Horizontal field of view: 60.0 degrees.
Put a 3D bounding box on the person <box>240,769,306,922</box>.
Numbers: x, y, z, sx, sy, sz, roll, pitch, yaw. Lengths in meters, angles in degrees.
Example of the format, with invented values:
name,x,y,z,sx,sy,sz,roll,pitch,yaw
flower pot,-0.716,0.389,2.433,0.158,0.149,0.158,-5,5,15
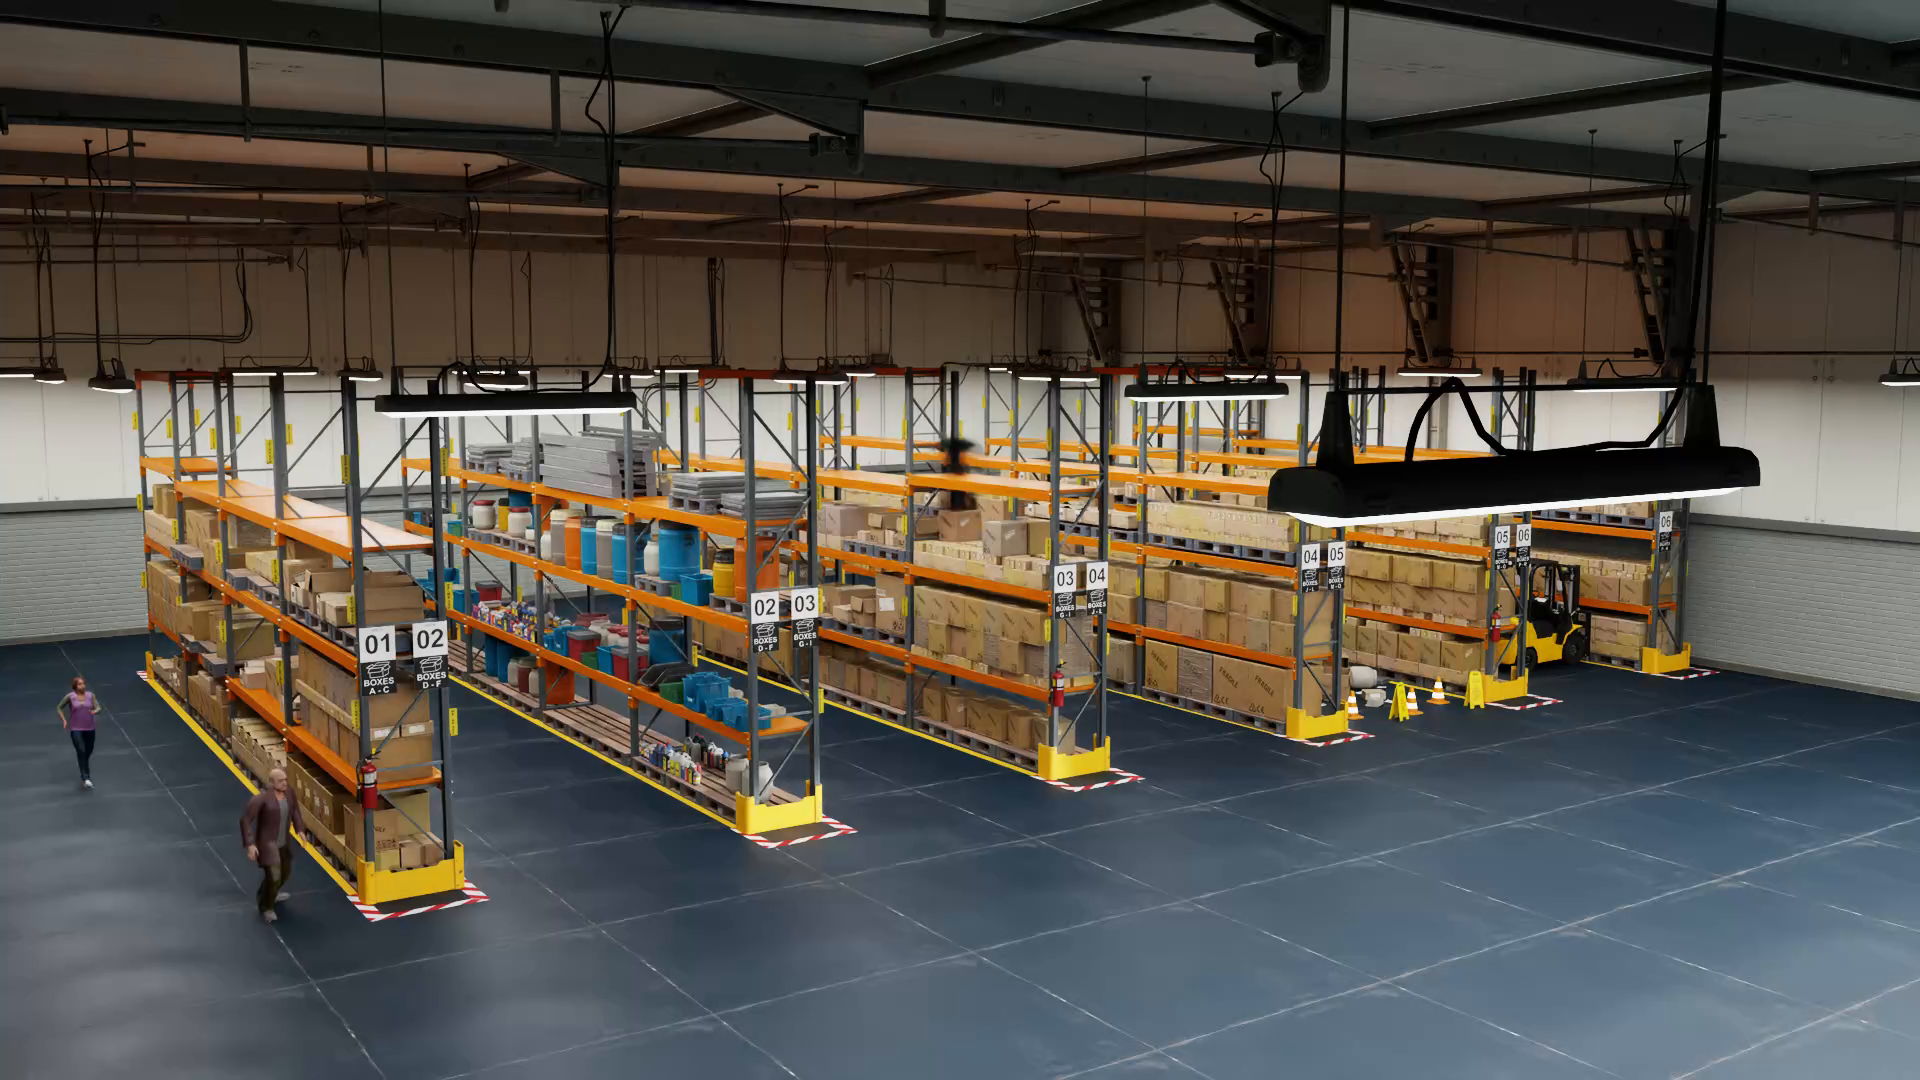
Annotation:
name,x,y,z,sx,sy,sz,roll,pitch,yaw
person,-7.811,3.387,18.735,0.723,1.711,0.802,3,7,21

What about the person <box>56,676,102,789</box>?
name,x,y,z,sx,sy,sz,roll,pitch,yaw
person,-12.836,2.777,24.296,0.545,1.591,0.888,-6,9,-43

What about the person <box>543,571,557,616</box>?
name,x,y,z,sx,sy,sz,roll,pitch,yaw
person,-9.466,1.245,37.888,0.793,1.604,0.596,-2,7,-15

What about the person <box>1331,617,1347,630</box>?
name,x,y,z,sx,sy,sz,roll,pitch,yaw
person,8.419,1.361,36.505,0.885,1.726,0.698,6,9,42
